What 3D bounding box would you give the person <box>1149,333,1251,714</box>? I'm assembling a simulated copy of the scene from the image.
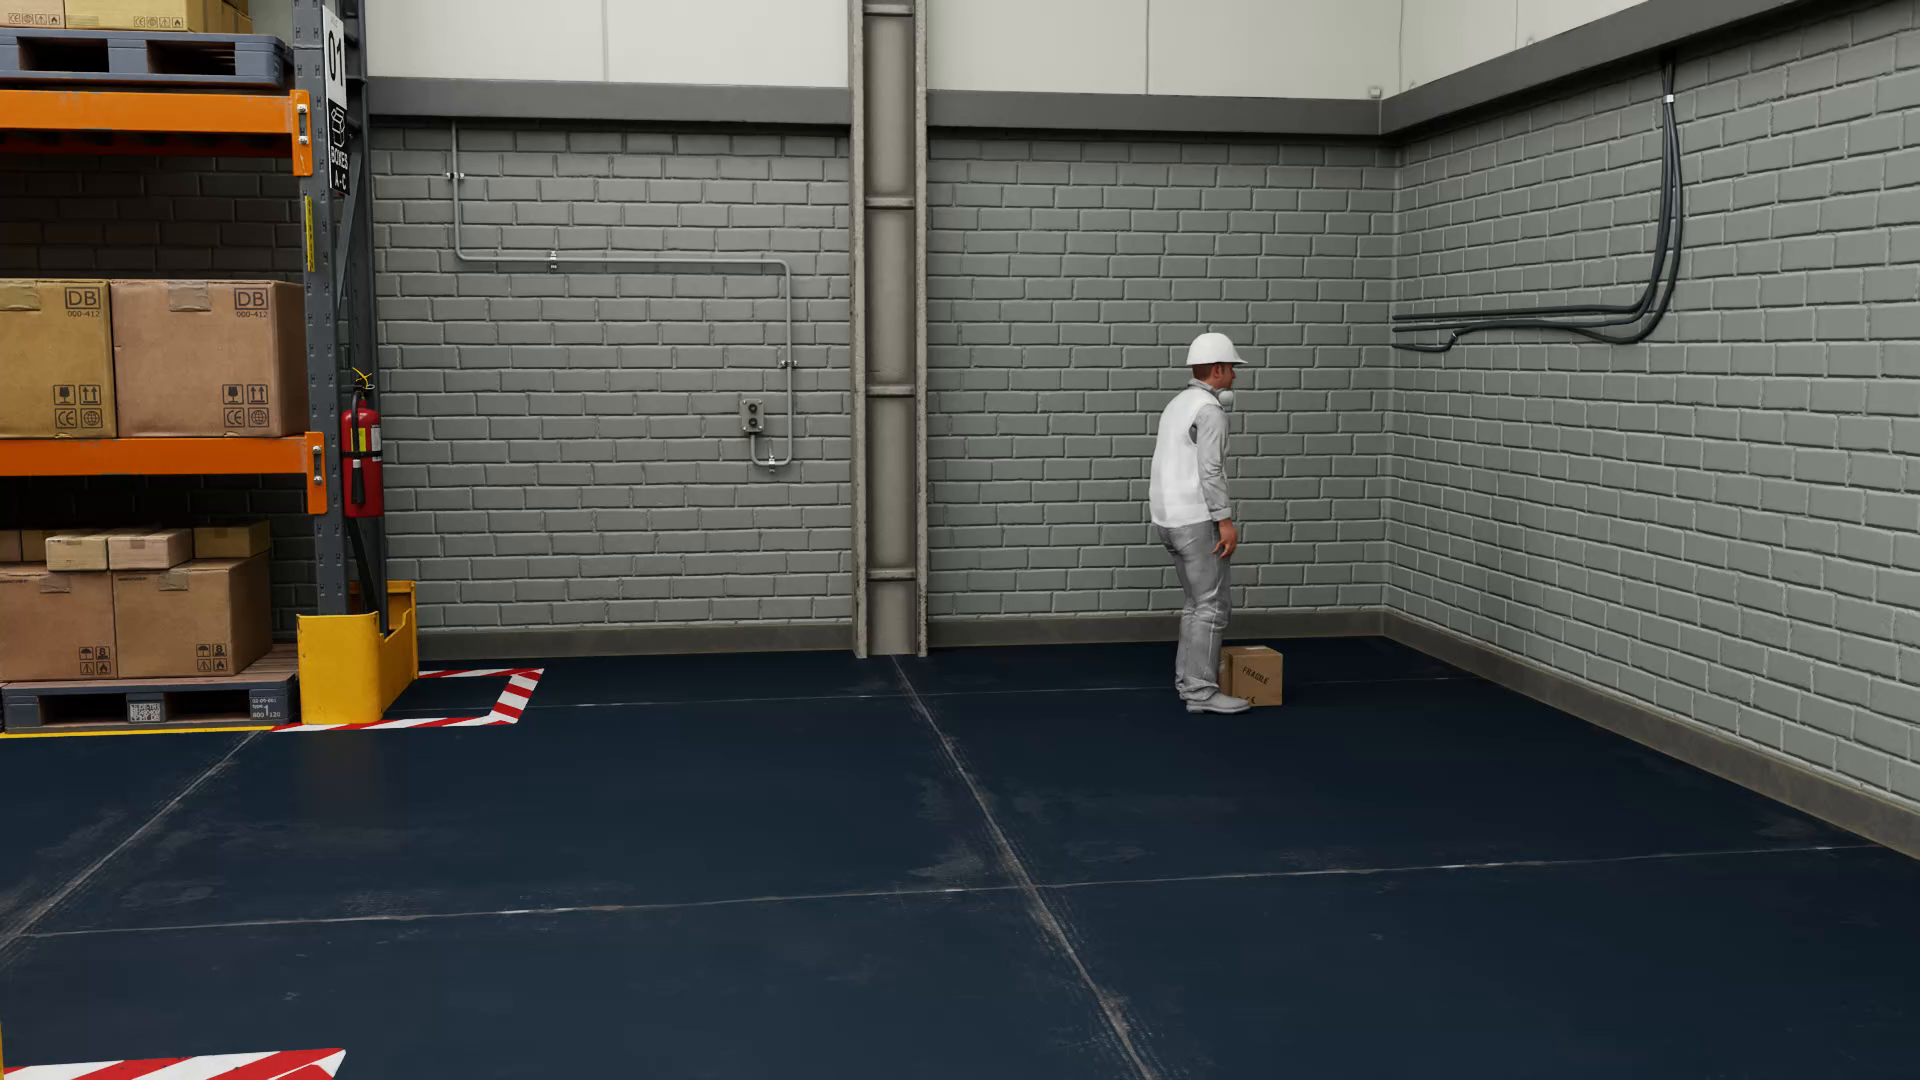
[{"bbox_3d":[1.145,-0.094,7.923,0.465,1.772,0.590,-1,7,-11],"label":"person"}]
